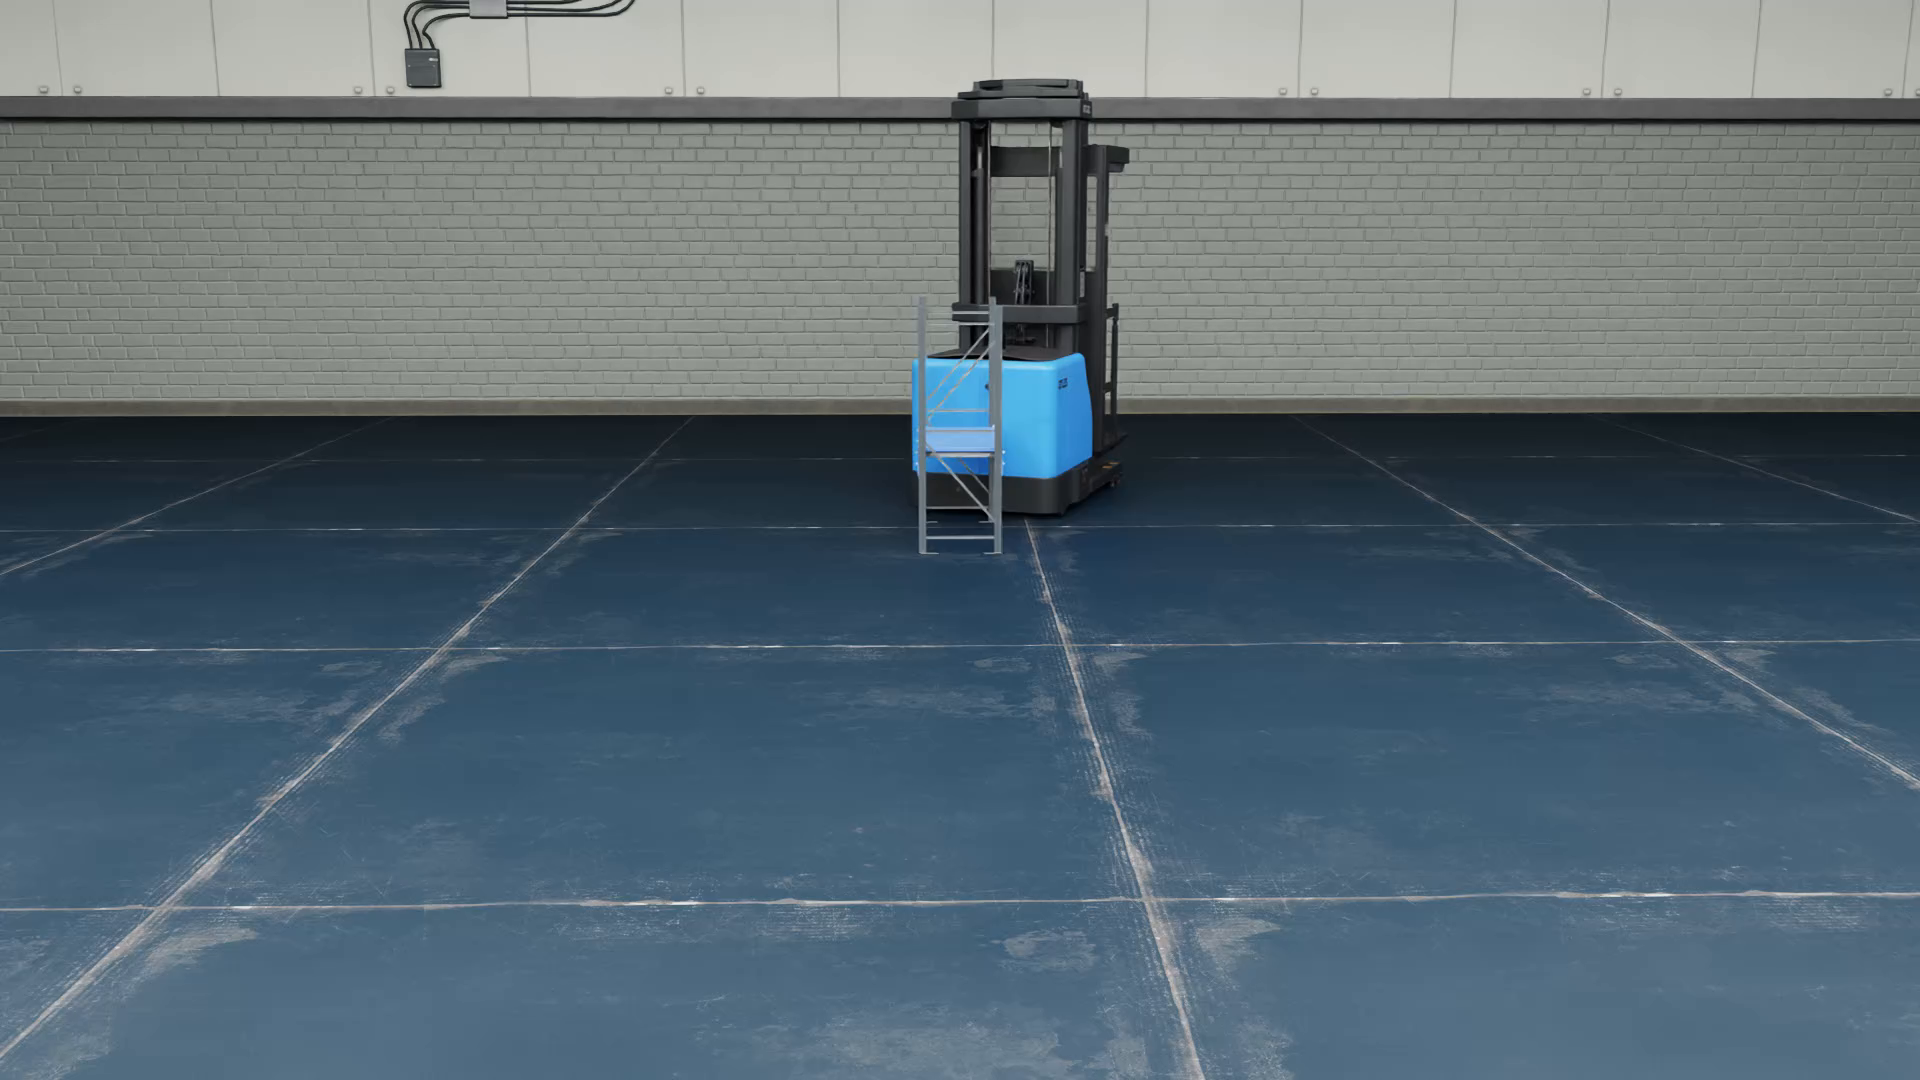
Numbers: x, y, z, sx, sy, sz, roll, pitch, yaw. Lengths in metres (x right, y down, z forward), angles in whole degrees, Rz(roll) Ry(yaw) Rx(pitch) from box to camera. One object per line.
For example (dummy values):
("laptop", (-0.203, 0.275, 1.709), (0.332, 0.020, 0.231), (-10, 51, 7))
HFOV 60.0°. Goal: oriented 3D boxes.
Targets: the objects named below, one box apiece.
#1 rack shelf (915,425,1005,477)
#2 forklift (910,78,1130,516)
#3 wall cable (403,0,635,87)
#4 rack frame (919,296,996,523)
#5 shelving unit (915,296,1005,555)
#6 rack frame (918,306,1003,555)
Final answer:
("rack shelf", (-0.007, -0.573, 10.515), (0.538, 0.185, 1.000), (0, 11, -1))
("forklift", (0.609, -1.851, 12.312), (1.130, 2.935, 3.031), (4, 12, 18))
("wall cable", (-4.175, -7.324, 15.476), (2.305, 6.003, 0.169), (0, 11, -1))
("rack frame", (-0.016, -0.850, 10.978), (0.500, 1.500, 0.032), (0, 11, -1))
("shelving unit", (-0.007, -0.749, 10.479), (0.538, 1.500, 1.048), (0, 11, -1))
("rack frame", (0.001, -0.648, 9.981), (0.500, 1.500, 0.032), (0, 11, -1))
